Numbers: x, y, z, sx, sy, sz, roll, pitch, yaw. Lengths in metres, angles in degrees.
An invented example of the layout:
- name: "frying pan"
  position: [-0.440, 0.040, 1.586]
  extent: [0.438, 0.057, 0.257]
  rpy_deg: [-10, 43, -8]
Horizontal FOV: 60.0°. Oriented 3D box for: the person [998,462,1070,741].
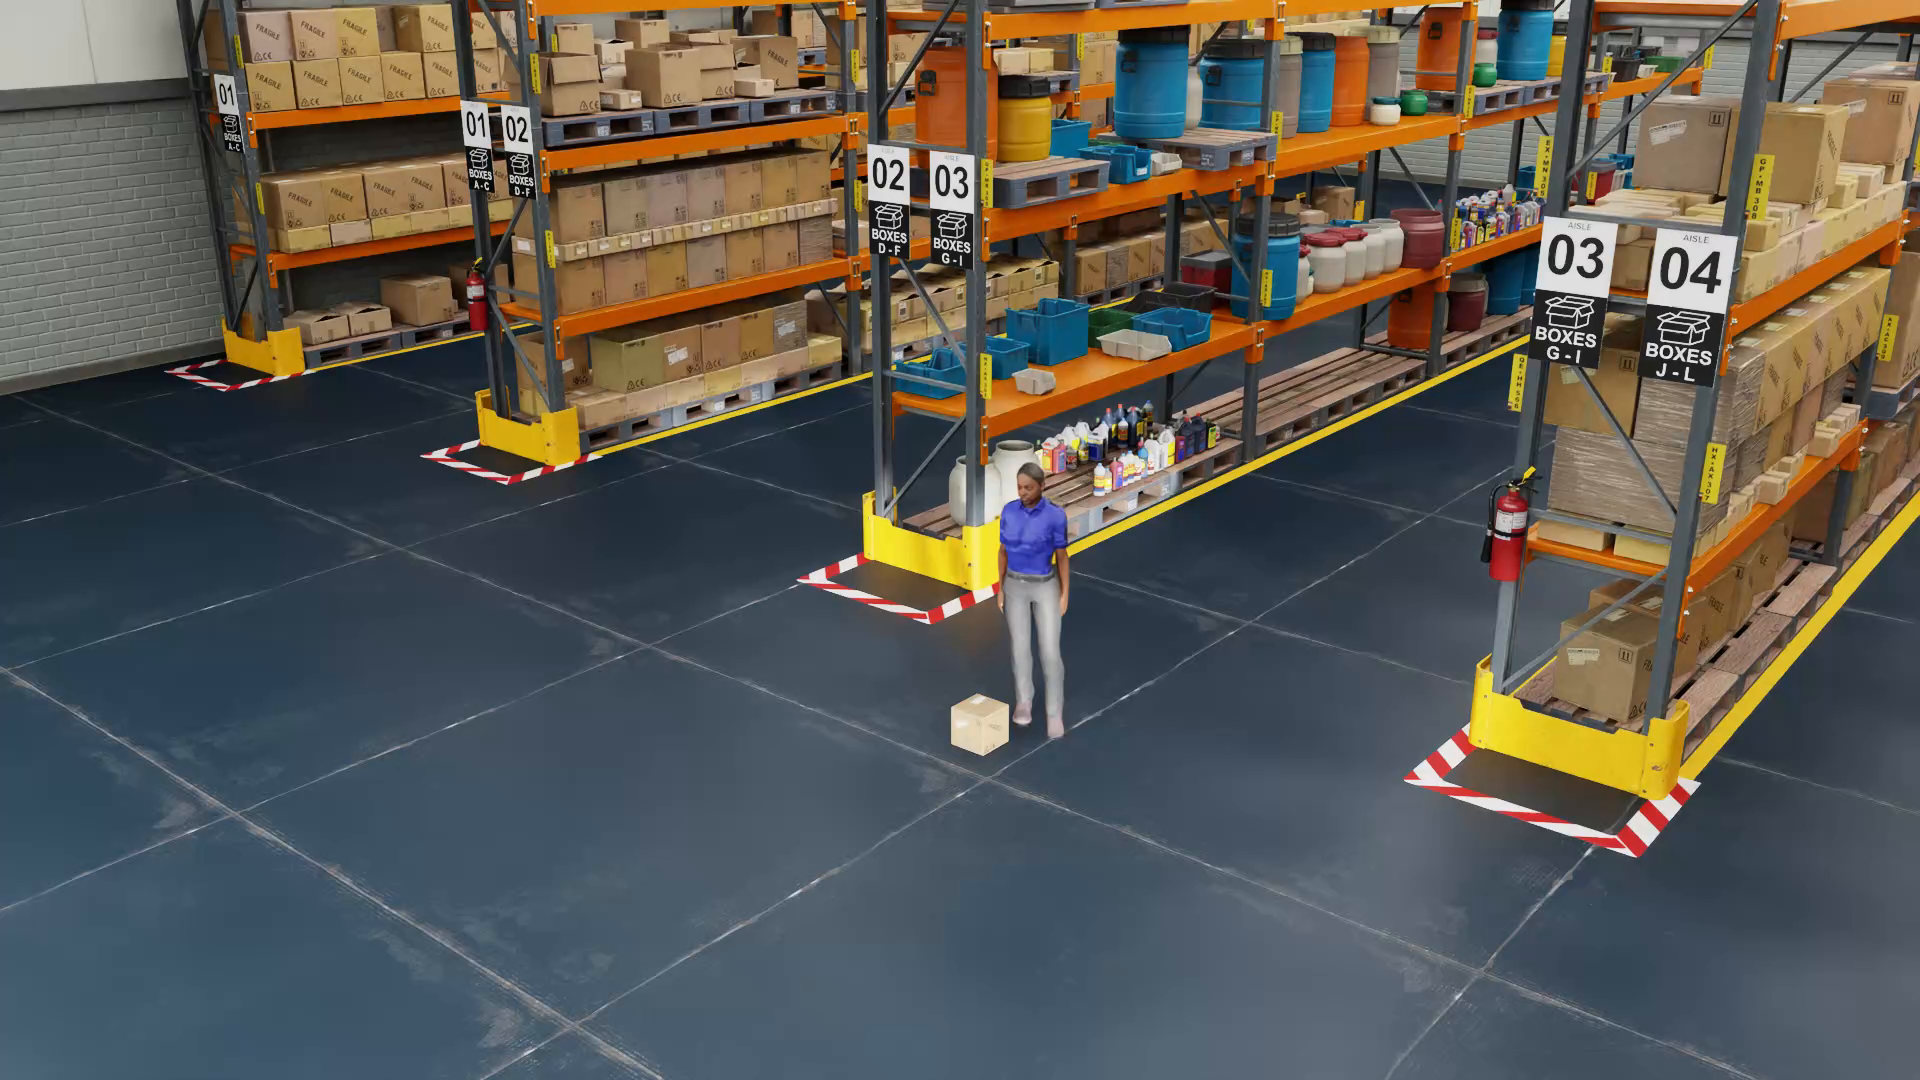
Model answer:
- name: "person"
  position: [0.442, 0.368, 10.129]
  extent: [0.530, 1.707, 0.434]
  rpy_deg: [7, 22, 19]
